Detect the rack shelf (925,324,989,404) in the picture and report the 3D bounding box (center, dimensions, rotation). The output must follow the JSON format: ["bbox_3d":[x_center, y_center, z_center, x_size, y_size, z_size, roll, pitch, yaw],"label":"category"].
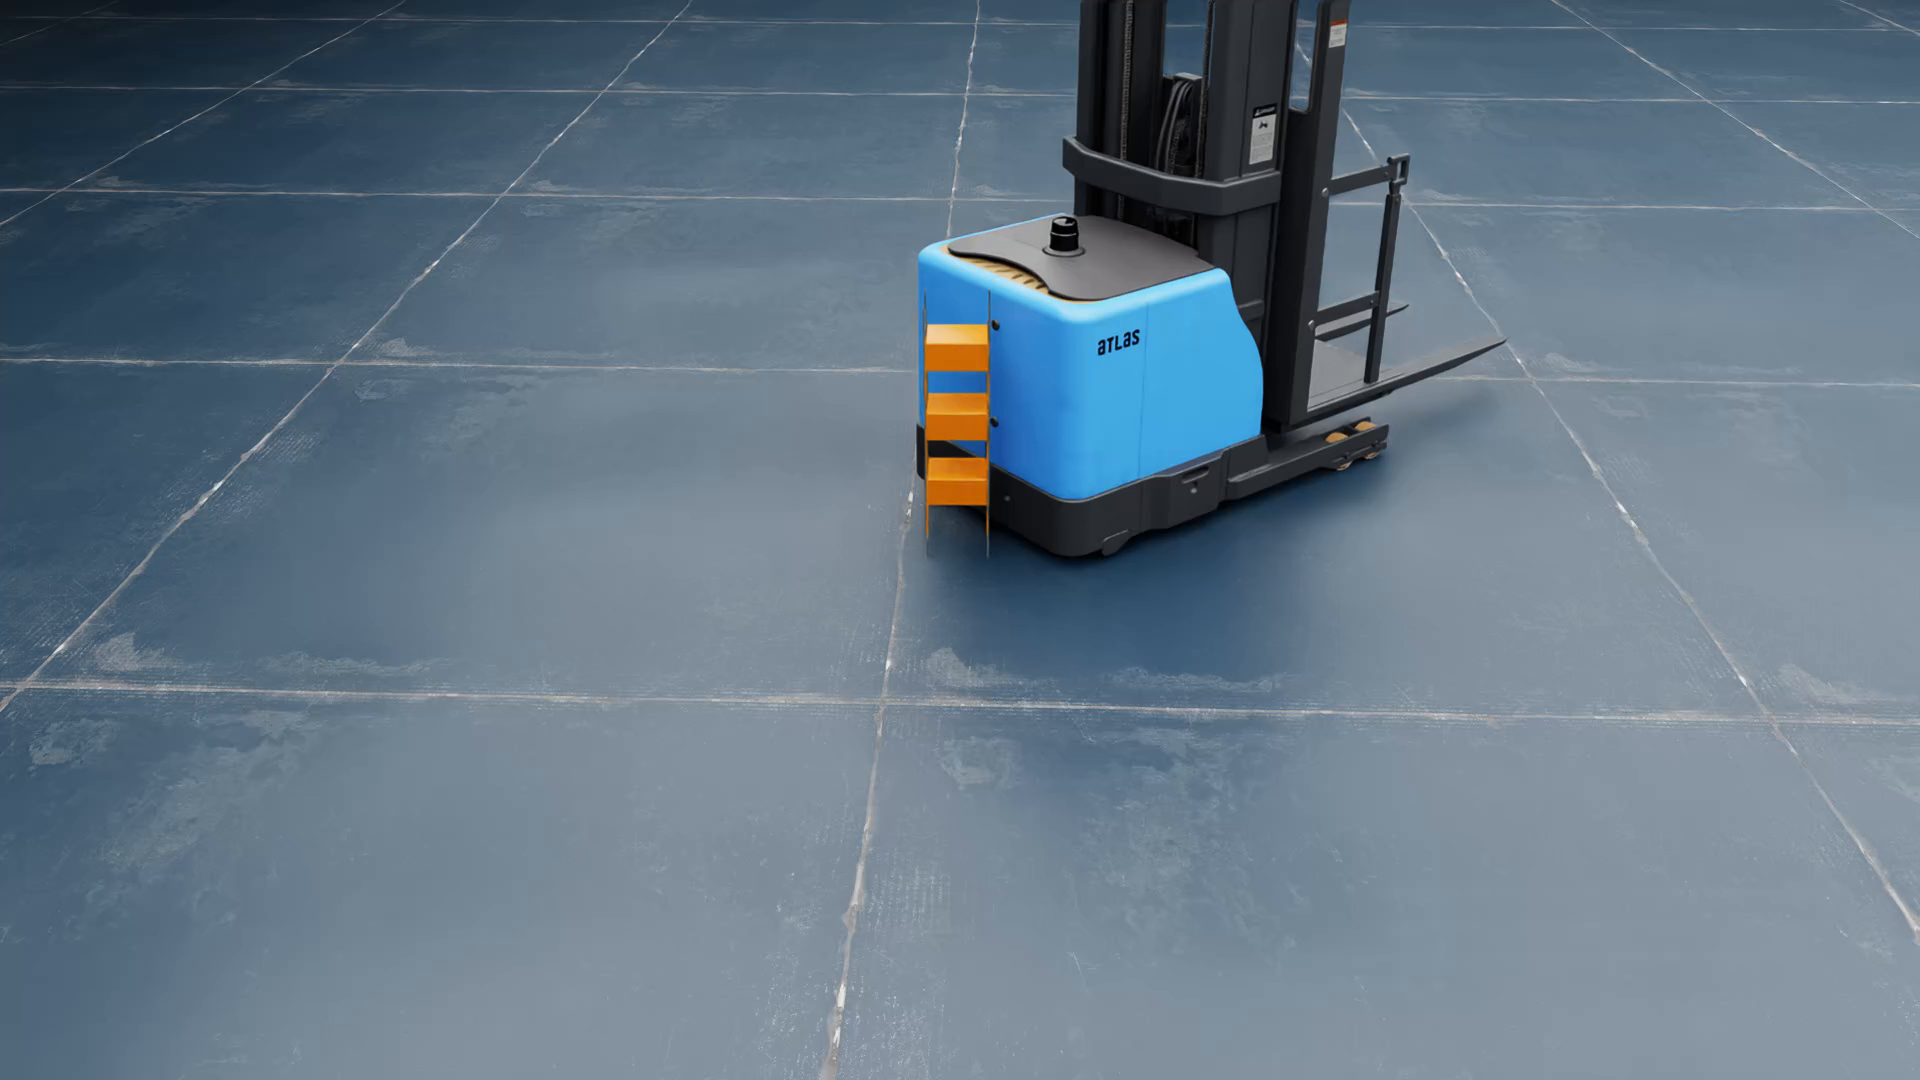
[{"bbox_3d":[-0.011,-0.679,6.326,0.240,0.259,0.215,0,28,0],"label":"rack shelf"}]

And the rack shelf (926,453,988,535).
[{"bbox_3d":[-0.011,-0.182,6.589,0.240,0.259,0.215,0,28,0],"label":"rack shelf"}]

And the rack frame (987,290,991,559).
[{"bbox_3d":[0.111,-0.437,6.453,0.008,1.050,0.200,0,28,0],"label":"rack frame"}]

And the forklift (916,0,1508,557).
[{"bbox_3d":[1.288,-1.776,6.971,3.031,2.935,1.130,-20,34,-33],"label":"forklift"}]

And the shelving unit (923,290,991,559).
[{"bbox_3d":[-0.011,-0.437,6.454,0.252,1.050,0.215,0,28,0],"label":"shelving unit"}]

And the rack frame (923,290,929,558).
[{"bbox_3d":[-0.133,-0.438,6.455,0.008,1.050,0.200,0,28,0],"label":"rack frame"}]

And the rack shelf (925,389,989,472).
[{"bbox_3d":[-0.011,-0.428,6.459,0.240,0.259,0.215,0,28,0],"label":"rack shelf"}]
